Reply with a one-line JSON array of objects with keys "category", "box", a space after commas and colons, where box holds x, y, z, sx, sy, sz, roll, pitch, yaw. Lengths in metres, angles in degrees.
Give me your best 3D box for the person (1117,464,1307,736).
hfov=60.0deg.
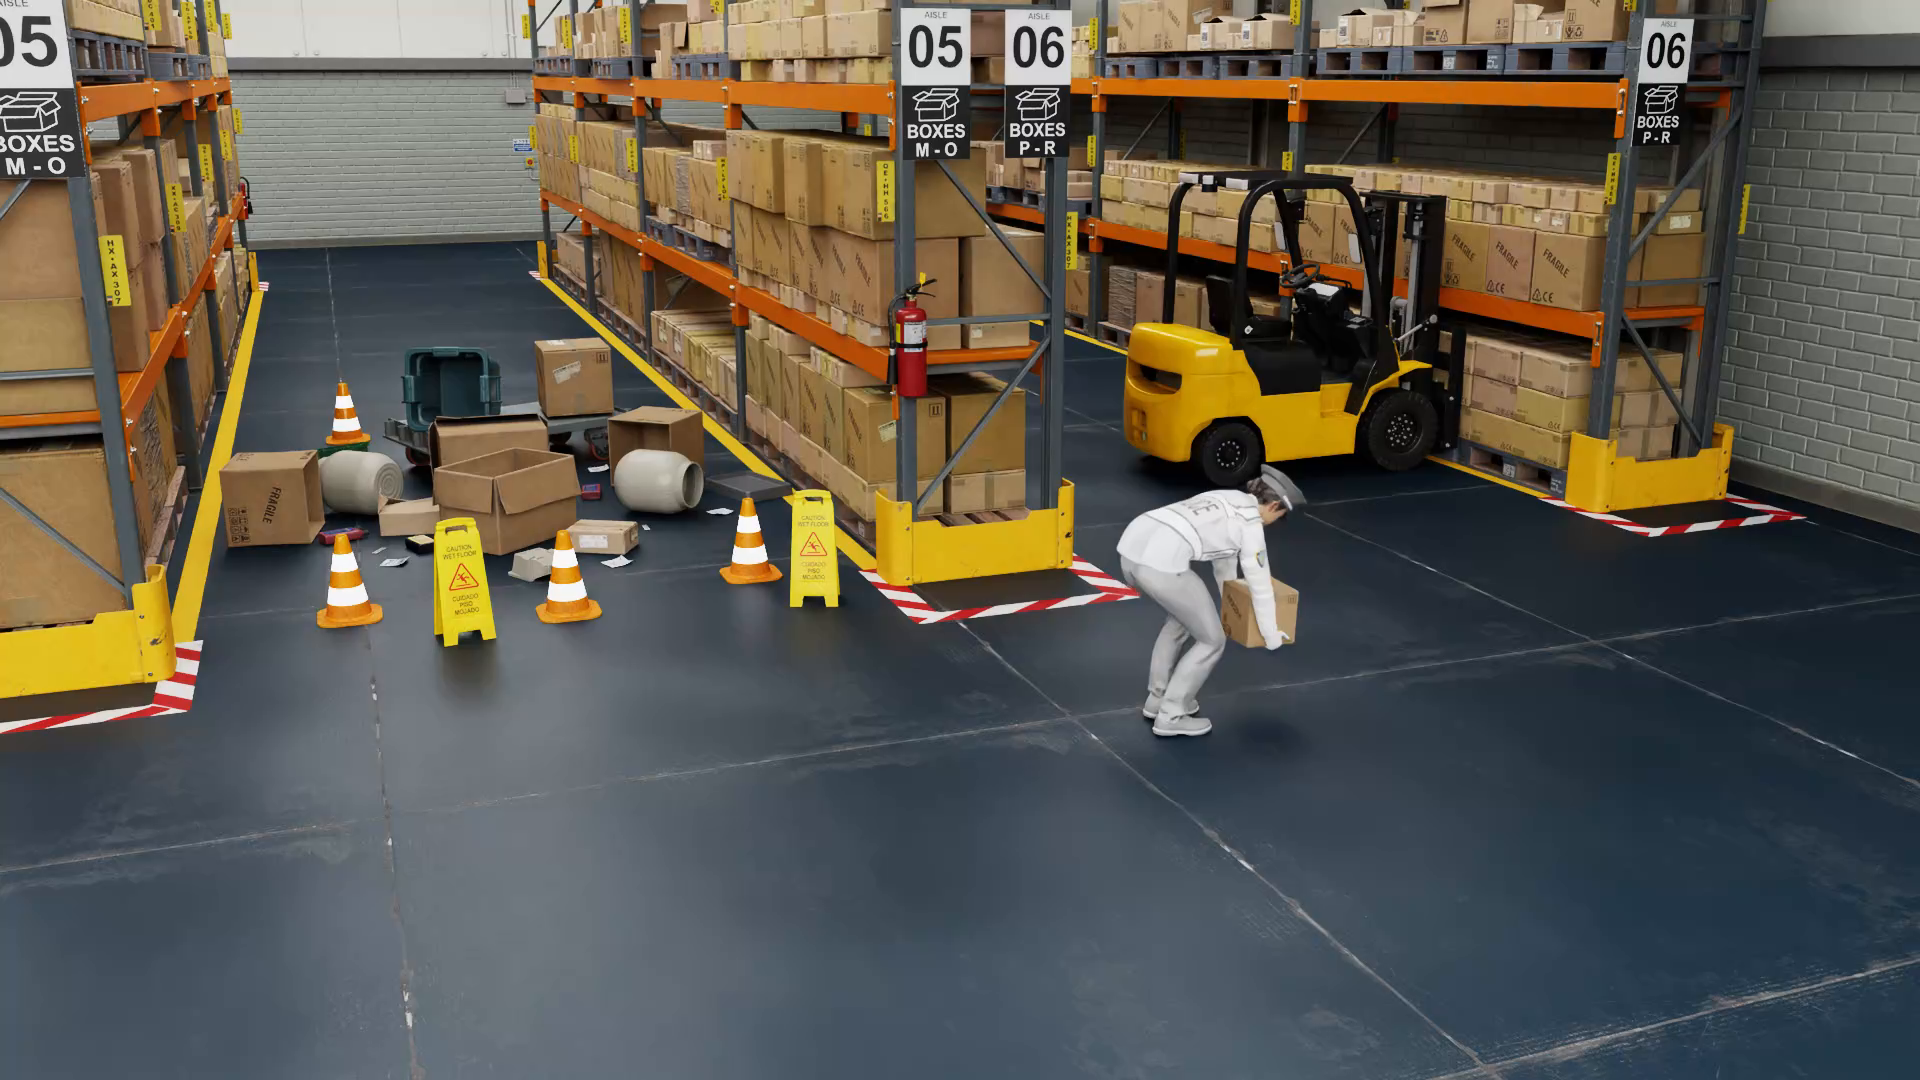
[{"category": "person", "box": [1.144, 0.261, 7.522, 0.912, 1.168, 0.432, -7, 17, -22]}]
